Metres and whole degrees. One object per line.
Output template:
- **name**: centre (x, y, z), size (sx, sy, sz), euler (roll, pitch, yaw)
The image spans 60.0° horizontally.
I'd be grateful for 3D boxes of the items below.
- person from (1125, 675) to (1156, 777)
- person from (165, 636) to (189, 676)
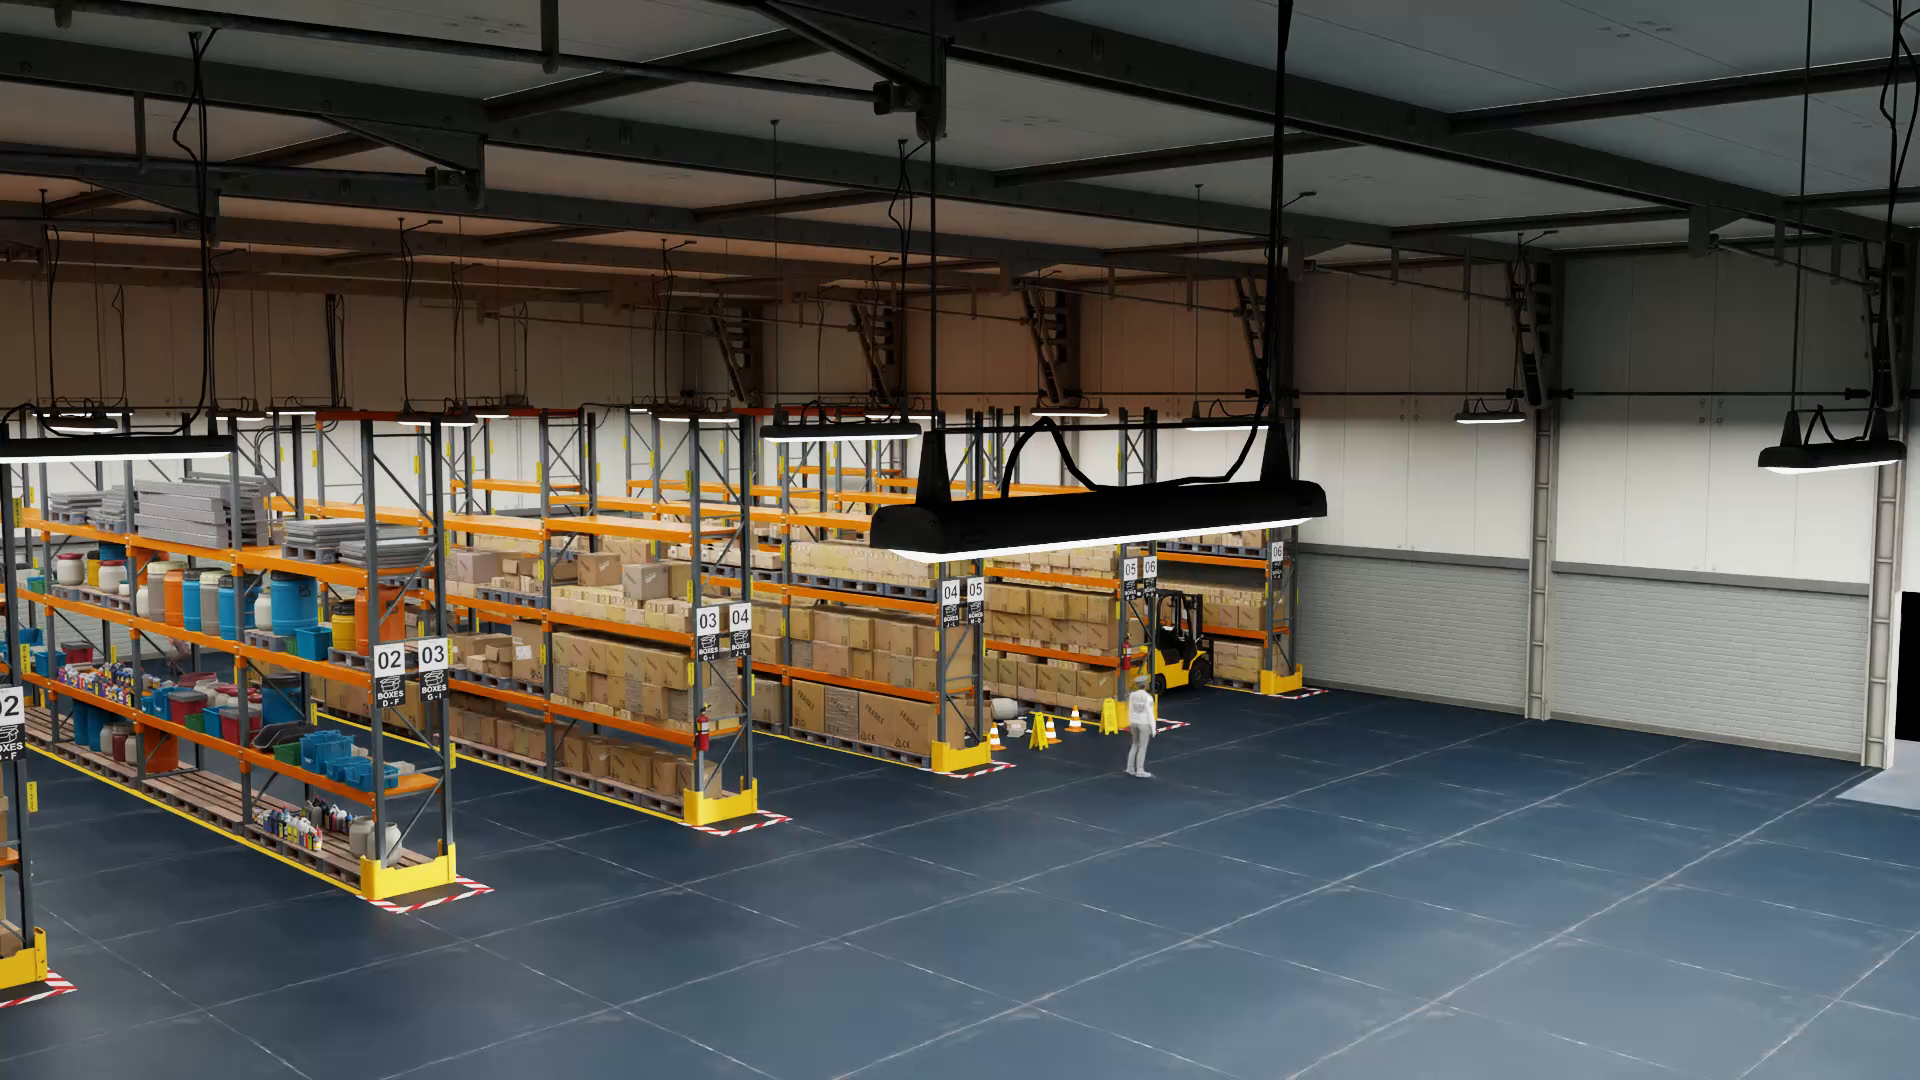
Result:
- **person**: centre (3.004, 3.091, 27.442), size (0.334, 1.729, 0.567), euler (-5, 7, -43)
- **person**: centre (-17.425, 2.170, 37.080), size (0.495, 1.717, 0.547), euler (0, 5, -4)
